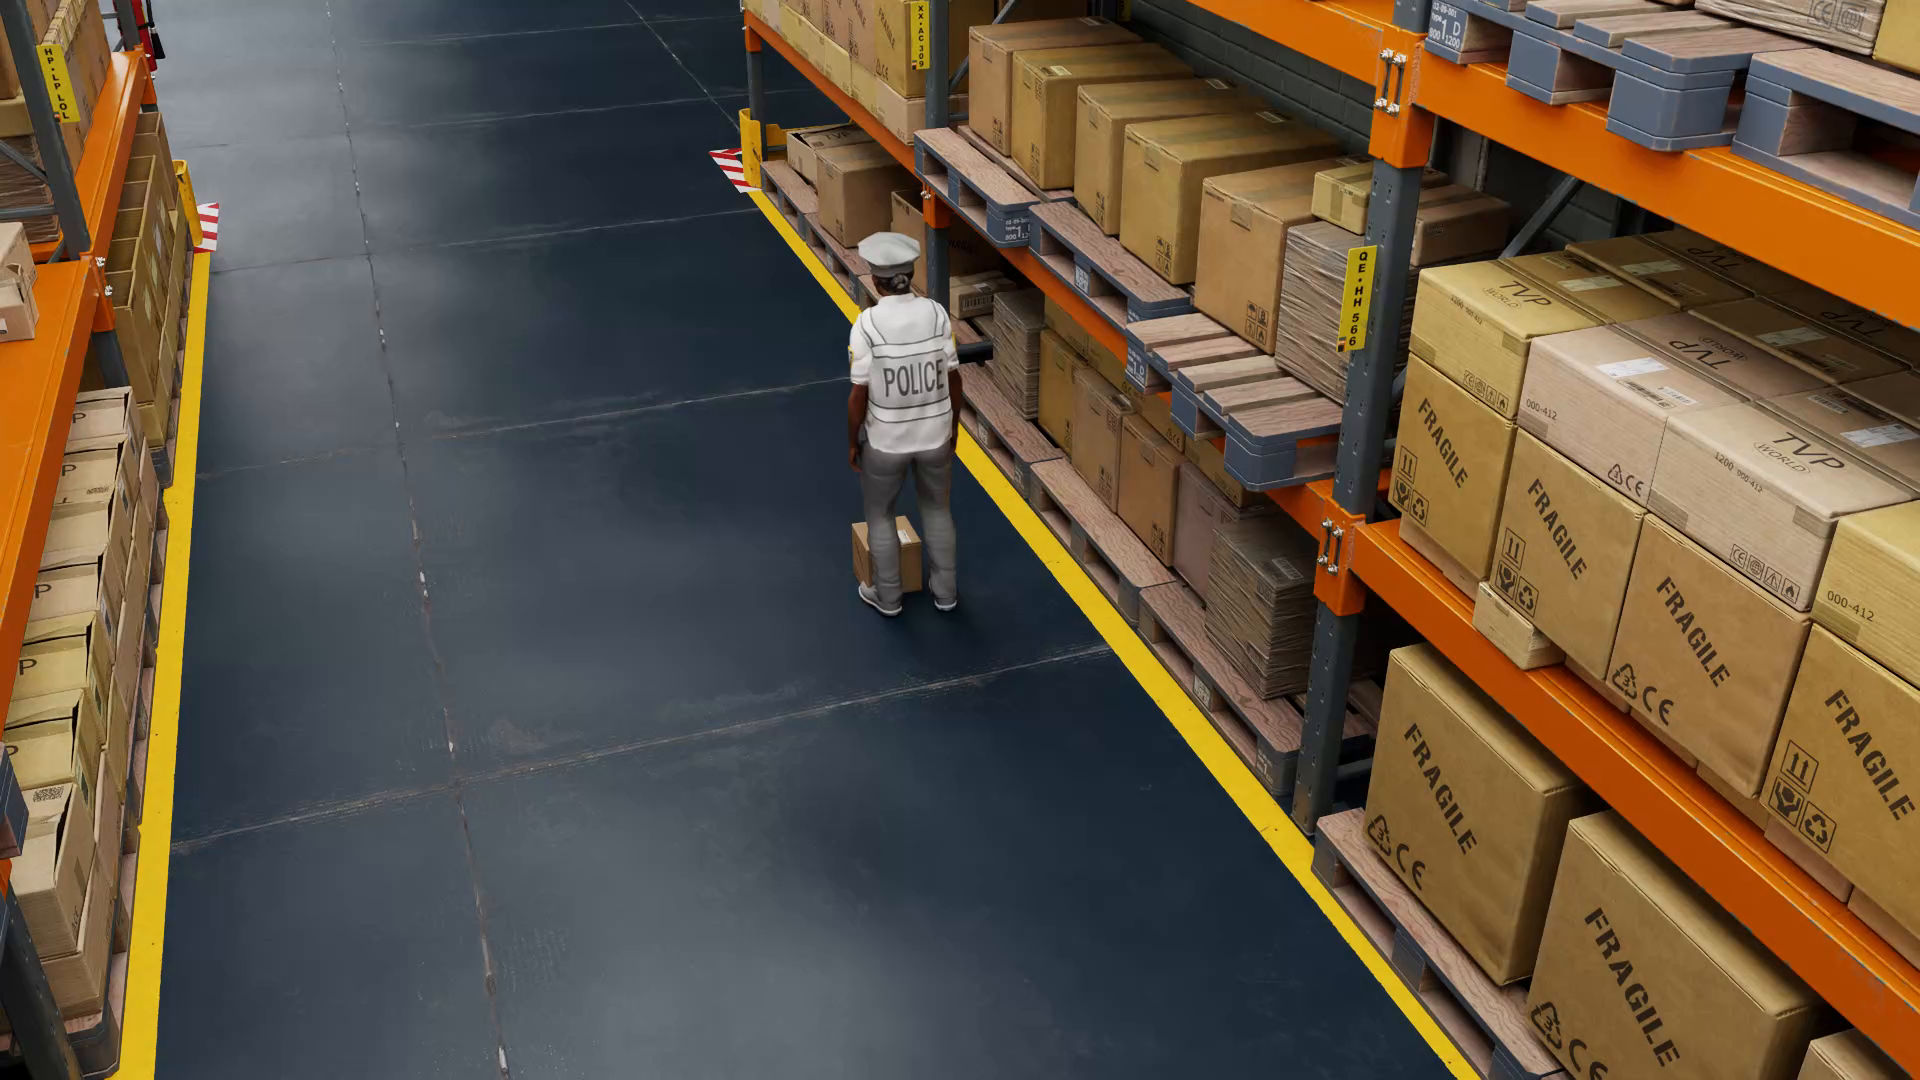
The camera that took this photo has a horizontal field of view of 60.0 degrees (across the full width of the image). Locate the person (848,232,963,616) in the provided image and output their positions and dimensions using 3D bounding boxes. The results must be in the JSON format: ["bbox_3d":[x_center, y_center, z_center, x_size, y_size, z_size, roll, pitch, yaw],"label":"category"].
[{"bbox_3d":[-0.230,-0.431,6.878,0.503,1.656,0.421,-11,32,-18],"label":"person"}]
